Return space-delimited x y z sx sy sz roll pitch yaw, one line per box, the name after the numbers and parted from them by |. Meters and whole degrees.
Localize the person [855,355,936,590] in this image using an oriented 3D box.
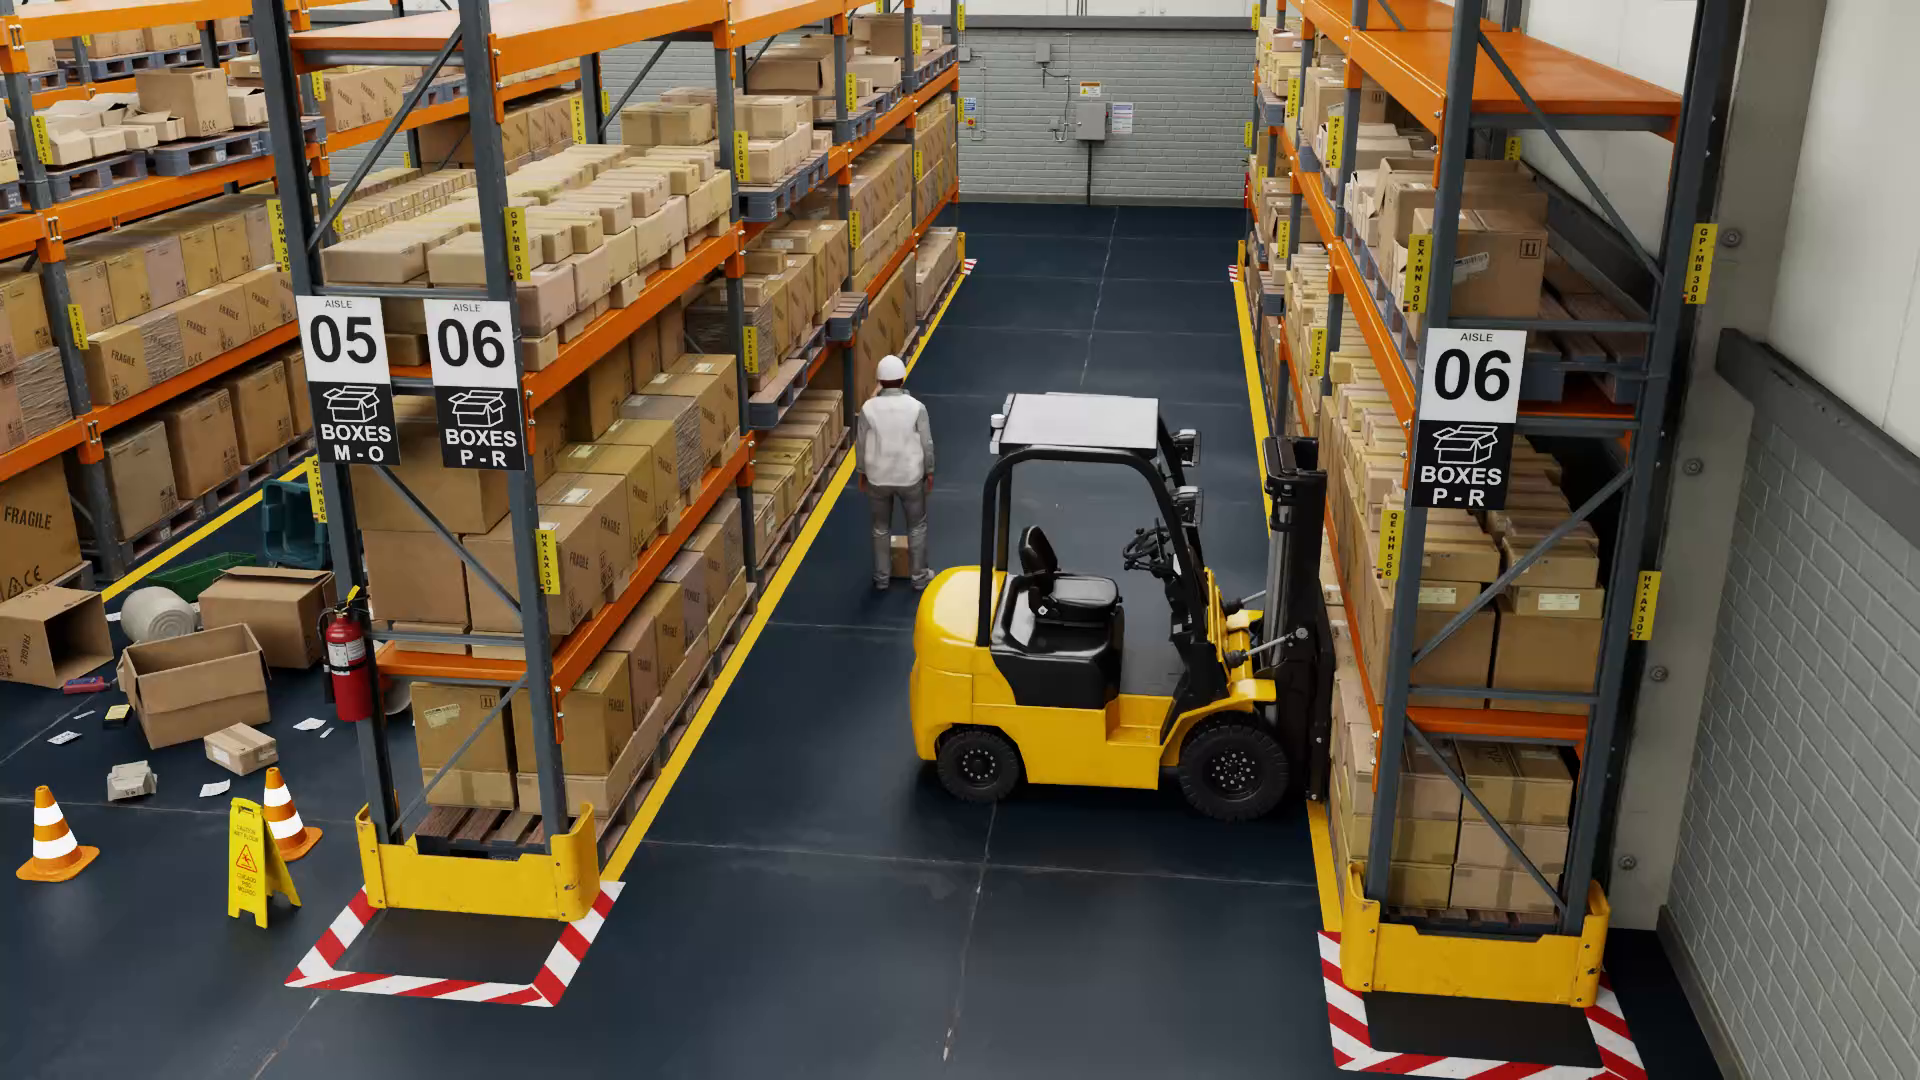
-0.477 -0.486 12.315 0.588 1.767 0.463 1 21 3 | person
